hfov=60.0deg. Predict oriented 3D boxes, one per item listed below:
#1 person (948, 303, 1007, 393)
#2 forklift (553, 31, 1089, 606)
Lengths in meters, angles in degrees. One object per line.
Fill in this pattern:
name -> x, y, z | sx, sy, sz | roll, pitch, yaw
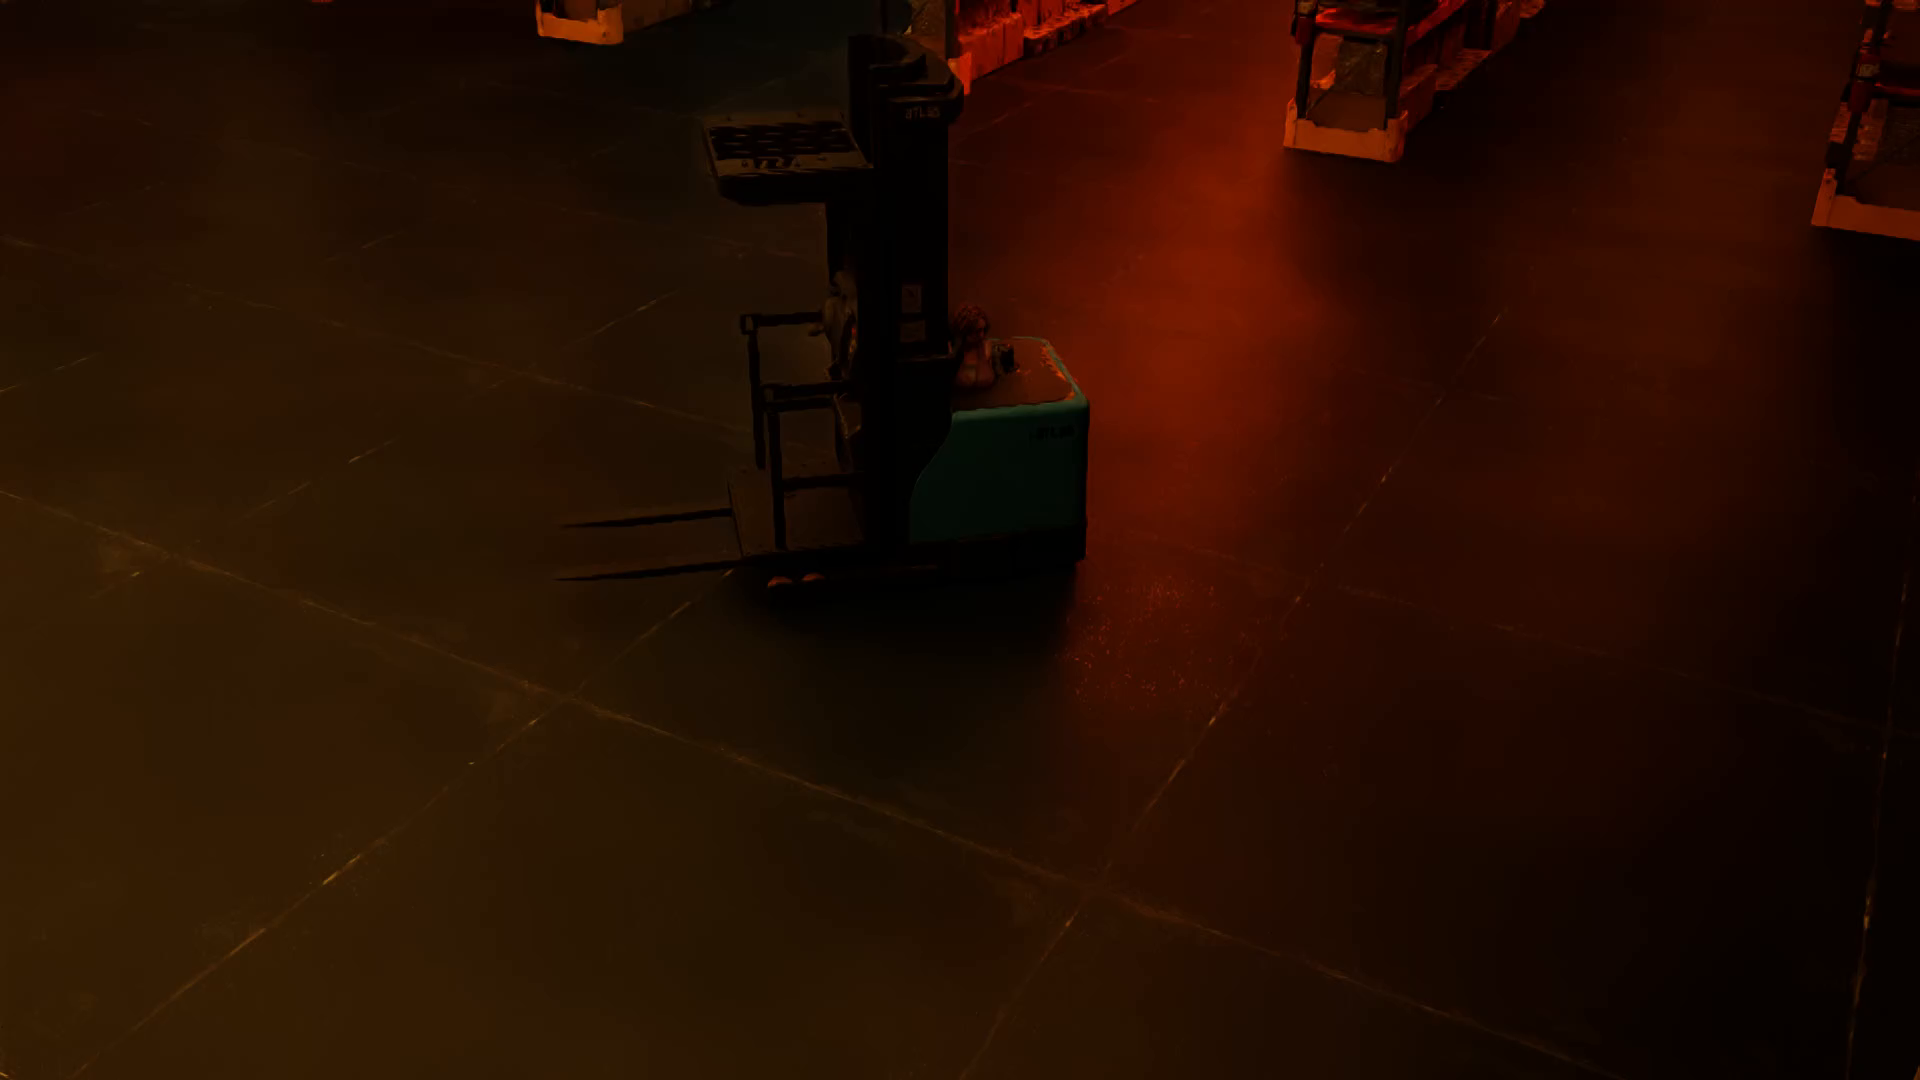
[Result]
person -> 0.036, -0.629, 9.529 | 0.537, 1.550, 0.528 | -12, 32, -19
forklift -> -0.838, -1.188, 9.129 | 3.031, 2.935, 1.130 | -6, 31, -11
